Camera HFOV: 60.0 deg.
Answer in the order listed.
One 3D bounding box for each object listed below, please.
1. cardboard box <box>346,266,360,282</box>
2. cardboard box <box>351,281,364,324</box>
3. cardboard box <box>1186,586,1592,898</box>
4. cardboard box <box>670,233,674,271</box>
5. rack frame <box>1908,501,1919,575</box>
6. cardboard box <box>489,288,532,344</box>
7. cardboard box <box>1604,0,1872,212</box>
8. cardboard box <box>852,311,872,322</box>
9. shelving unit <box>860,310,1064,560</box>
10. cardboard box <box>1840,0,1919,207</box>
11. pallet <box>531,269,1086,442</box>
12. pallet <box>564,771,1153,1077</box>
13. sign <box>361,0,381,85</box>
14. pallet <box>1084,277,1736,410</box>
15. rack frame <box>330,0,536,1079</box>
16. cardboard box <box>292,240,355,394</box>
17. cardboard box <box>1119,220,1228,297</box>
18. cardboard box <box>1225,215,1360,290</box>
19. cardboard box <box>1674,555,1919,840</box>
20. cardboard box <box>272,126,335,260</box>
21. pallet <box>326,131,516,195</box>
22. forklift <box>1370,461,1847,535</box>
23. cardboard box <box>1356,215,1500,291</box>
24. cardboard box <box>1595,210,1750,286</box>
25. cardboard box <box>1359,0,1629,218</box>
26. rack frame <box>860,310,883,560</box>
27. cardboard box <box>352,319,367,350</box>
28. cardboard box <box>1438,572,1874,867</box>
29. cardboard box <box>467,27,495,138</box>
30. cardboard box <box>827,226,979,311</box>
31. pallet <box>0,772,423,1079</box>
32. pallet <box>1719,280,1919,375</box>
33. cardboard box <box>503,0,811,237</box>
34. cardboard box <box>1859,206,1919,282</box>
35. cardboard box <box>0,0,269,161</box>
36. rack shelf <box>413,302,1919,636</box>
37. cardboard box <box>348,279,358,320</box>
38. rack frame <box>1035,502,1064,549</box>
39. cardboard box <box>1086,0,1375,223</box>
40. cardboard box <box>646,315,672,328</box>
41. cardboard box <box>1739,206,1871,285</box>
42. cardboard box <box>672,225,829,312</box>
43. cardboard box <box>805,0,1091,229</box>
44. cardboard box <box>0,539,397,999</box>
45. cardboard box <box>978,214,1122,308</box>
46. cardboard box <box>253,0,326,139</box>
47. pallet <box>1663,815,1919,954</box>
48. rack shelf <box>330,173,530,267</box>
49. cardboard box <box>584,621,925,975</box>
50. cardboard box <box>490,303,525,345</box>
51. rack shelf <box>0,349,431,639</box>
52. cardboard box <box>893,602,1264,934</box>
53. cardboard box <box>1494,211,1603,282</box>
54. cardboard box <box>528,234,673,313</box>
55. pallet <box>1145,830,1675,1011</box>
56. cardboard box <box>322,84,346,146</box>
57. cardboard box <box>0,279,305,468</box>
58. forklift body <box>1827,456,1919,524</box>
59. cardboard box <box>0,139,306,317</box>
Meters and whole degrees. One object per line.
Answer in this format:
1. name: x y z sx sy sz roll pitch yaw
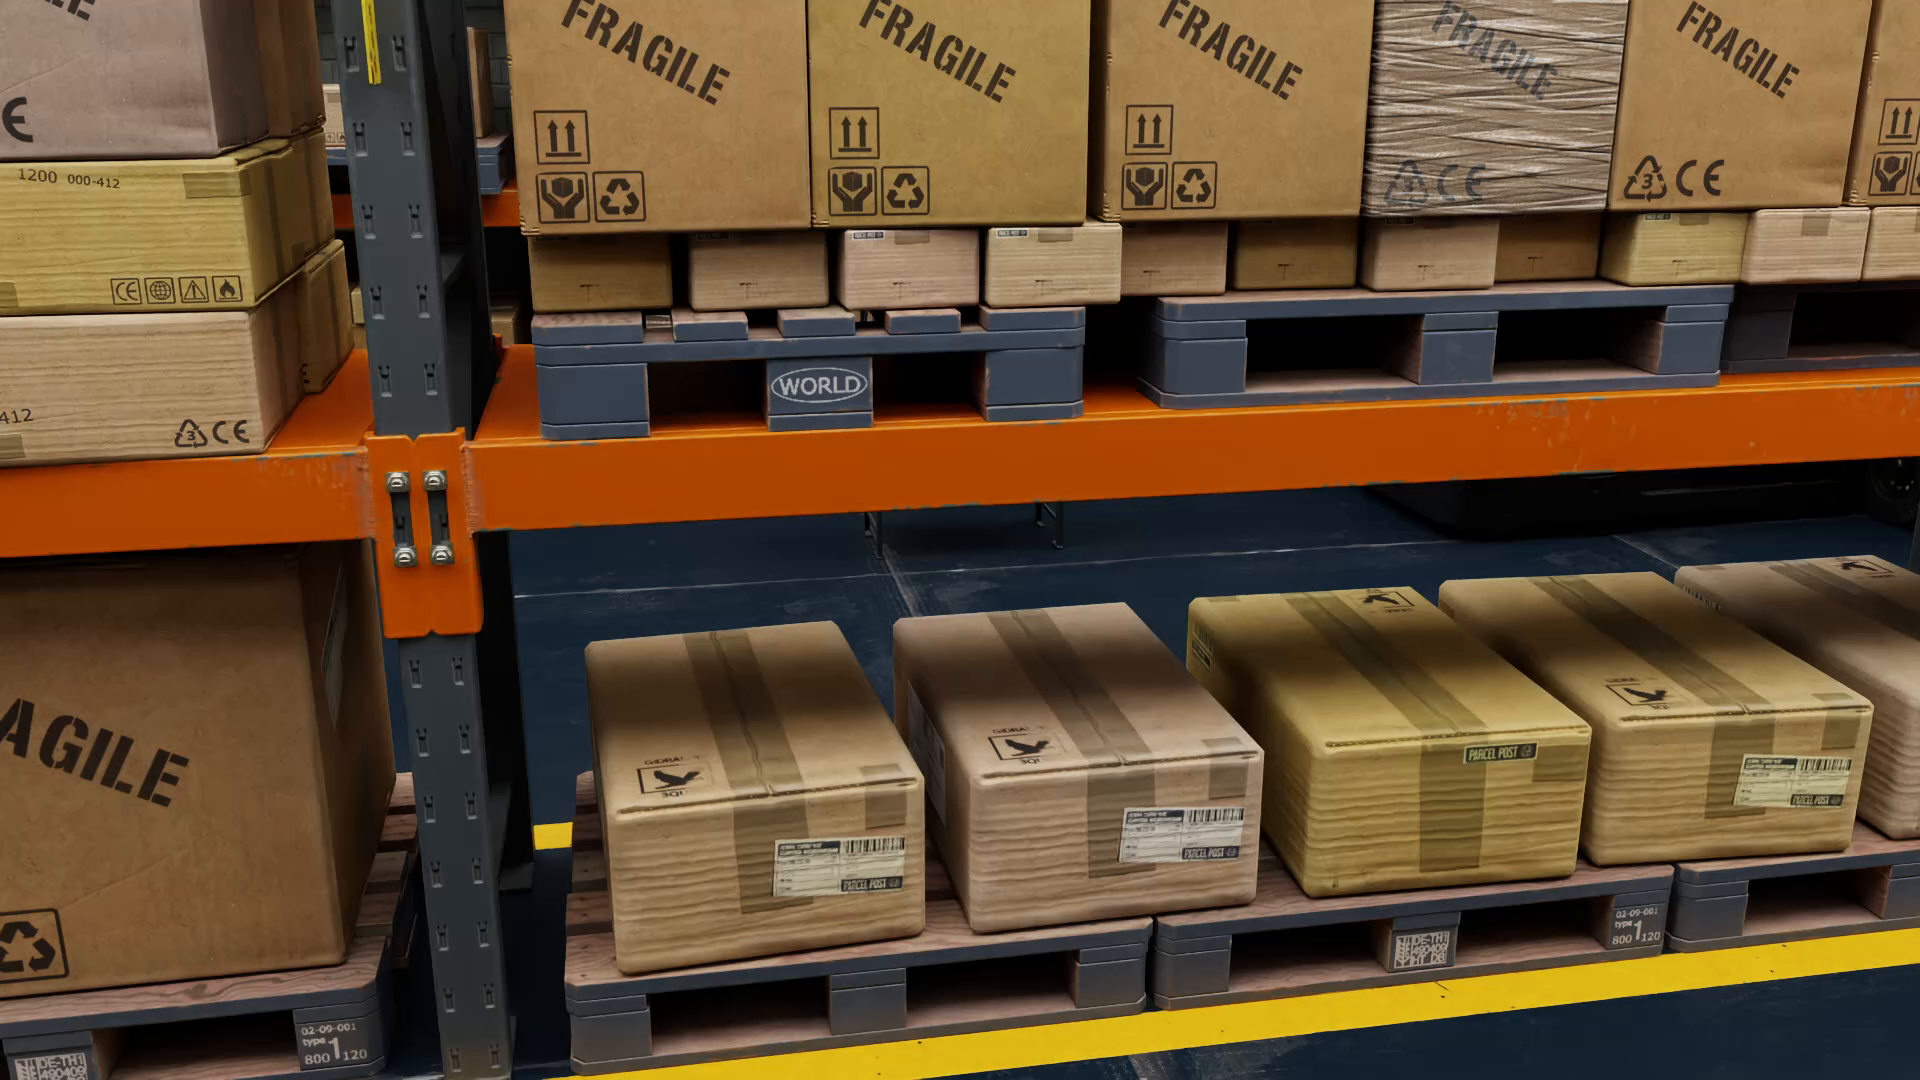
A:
1. cardboard box: -3.059 -1.259 8.238 0.250 0.149 0.380 -3 17 -10
2. cardboard box: -2.692 -1.117 7.777 0.250 0.149 0.380 -4 18 -13
3. cardboard box: 0.978 0.448 4.006 0.625 0.372 0.950 -3 17 -9
4. cardboard box: -0.521 -0.698 3.687 0.250 0.149 0.380 -3 17 -10
5. rack frame: 2.880 -0.718 4.040 0.127 3.000 1.000 -3 17 -10
6. cardboard box: -2.460 -0.989 8.465 0.500 0.500 0.500 -3 17 -8
7. cardboard box: 1.475 -0.962 3.442 0.500 0.500 0.500 -3 17 -9
8. cardboard box: -0.738 -1.061 8.486 0.625 0.625 0.875 -3 17 -9
9. shelving unit: 0.007 -0.717 6.593 0.755 1.500 0.431 -3 17 -10
10. cardboard box: 1.983 -0.989 3.530 0.500 0.500 0.500 -3 17 -10
11. pallet: -0.368 -0.474 3.572 1.003 0.211 1.213 -3 17 -10
12. pallet: -0.280 0.795 3.865 1.213 0.211 1.003 -3 17 -10
13. sign: -0.939 -0.889 2.625 0.005 0.325 0.100 -3 17 -10
14. pallet: 0.888 -0.526 3.741 1.213 0.211 1.003 -3 17 -10
15. rack frame: -1.048 -0.495 3.315 0.127 3.000 1.000 -3 17 -10
16. cardboard box: -1.576 -0.469 3.484 0.500 0.250 0.500 -4 17 -11
17. cardboard box: 0.364 -0.594 3.348 0.250 0.149 0.380 -2 17 -7
18. cardboard box: 0.634 -0.621 3.436 0.250 0.149 0.380 -3 17 -8
19. cardboard box: 2.365 0.367 4.267 0.625 0.372 0.950 -3 17 -10
20. cardboard box: -1.592 -0.705 3.404 0.500 0.250 0.500 -3 17 -11
21. pallet: -2.645 -1.776 7.812 1.003 0.211 1.213 -3 17 -10
22. forklift: 3.310 -1.636 7.146 3.031 2.935 1.130 -4 18 -14
23. cardboard box: 0.903 -0.616 3.422 0.250 0.149 0.380 -3 17 -9
24. cardboard box: 1.423 -0.638 3.492 0.250 0.149 0.380 -3 17 -10
25. cardboard box: 0.961 -0.932 3.347 0.500 0.500 0.500 -4 18 -13
26. rack frame: -0.353 -0.697 6.526 0.023 1.500 0.400 -3 17 -10
27. cardboard box: -2.861 -0.821 7.919 0.500 0.500 0.500 -4 17 -11
28. cardboard box: 1.660 0.408 4.134 0.625 0.372 0.950 -2 17 -7
29. cardboard box: -2.528 -2.191 7.950 0.500 0.500 0.500 -2 17 -8
30. cardboard box: -0.132 -0.548 3.201 0.250 0.149 0.380 -4 18 -14
31. pallet: -1.836 0.860 3.652 1.213 0.211 1.003 -3 17 -10
32. pallet: 2.102 -0.626 4.067 1.213 0.211 1.003 -3 17 -10
33. cardboard box: -0.562 -0.844 3.059 0.500 0.500 0.500 -4 17 -12
34. cardboard box: 1.918 -0.656 3.552 0.250 0.149 0.380 -4 17 -11
35. cardboard box: -1.506 -0.917 2.814 0.500 0.500 0.500 -4 17 -12
36. rack shelf: 0.916 -0.263 3.783 4.000 0.370 1.077 -3 17 -10
37. cardboard box: -2.959 -1.115 7.771 0.250 0.149 0.380 -4 17 -12
38. rack frame: 0.366 -0.738 6.659 0.023 1.500 0.400 -3 17 -10
39. cardboard box: 0.469 -0.907 3.263 0.500 0.500 0.500 -3 17 -10
40. cardboard box: -1.378 -1.022 8.360 0.625 0.625 0.875 -3 17 -9
41. cardboard box: 1.669 -0.641 3.502 0.250 0.149 0.380 -3 17 -10
42. cardboard box: -0.409 -0.546 3.194 0.250 0.149 0.380 -4 18 -14
43. cardboard box: -0.052 -0.875 3.161 0.500 0.500 0.500 -2 17 -8
44. cardboard box: -1.742 0.334 3.518 0.875 0.875 0.875 -3 17 -11
45. cardboard box: 0.142 -0.558 3.231 0.250 0.149 0.380 -3 17 -10
46. cardboard box: -1.578 -1.064 3.294 0.500 0.500 0.500 -4 17 -12
47. pallet: 2.116 0.659 4.307 1.213 0.211 1.003 -3 17 -10
48. rack shelf: -3.957 -1.471 7.716 4.000 0.370 1.077 -3 17 -10
49. cardboard box: -0.491 0.532 3.732 0.625 0.372 0.950 -4 18 -14
50. cardboard box: -2.367 -0.846 8.000 0.500 0.500 0.500 -3 17 -9
51. rack shelf: -3.011 -0.040 3.058 4.000 0.370 1.077 -3 17 -10
52. cardboard box: 0.232 0.488 3.874 0.625 0.372 0.950 -4 17 -12
53. cardboard box: 1.144 -0.653 3.540 0.250 0.149 0.380 -4 17 -12
54. cardboard box: -0.693 -0.540 3.175 0.250 0.149 0.380 -4 18 -14
55. pallet: 0.915 0.728 4.083 1.213 0.211 1.003 -3 17 -10
56. cardboard box: -2.967 -1.903 7.438 0.500 0.250 0.500 -4 18 -13
57. cardboard box: -1.495 -0.320 3.002 0.500 0.250 0.500 -4 17 -12
58. forklift body: 4.346 -1.334 7.492 1.214 2.155 2.313 -3 17 -10
59. cardboard box: -1.475 -0.562 2.937 0.500 0.250 0.500 -3 17 -11
